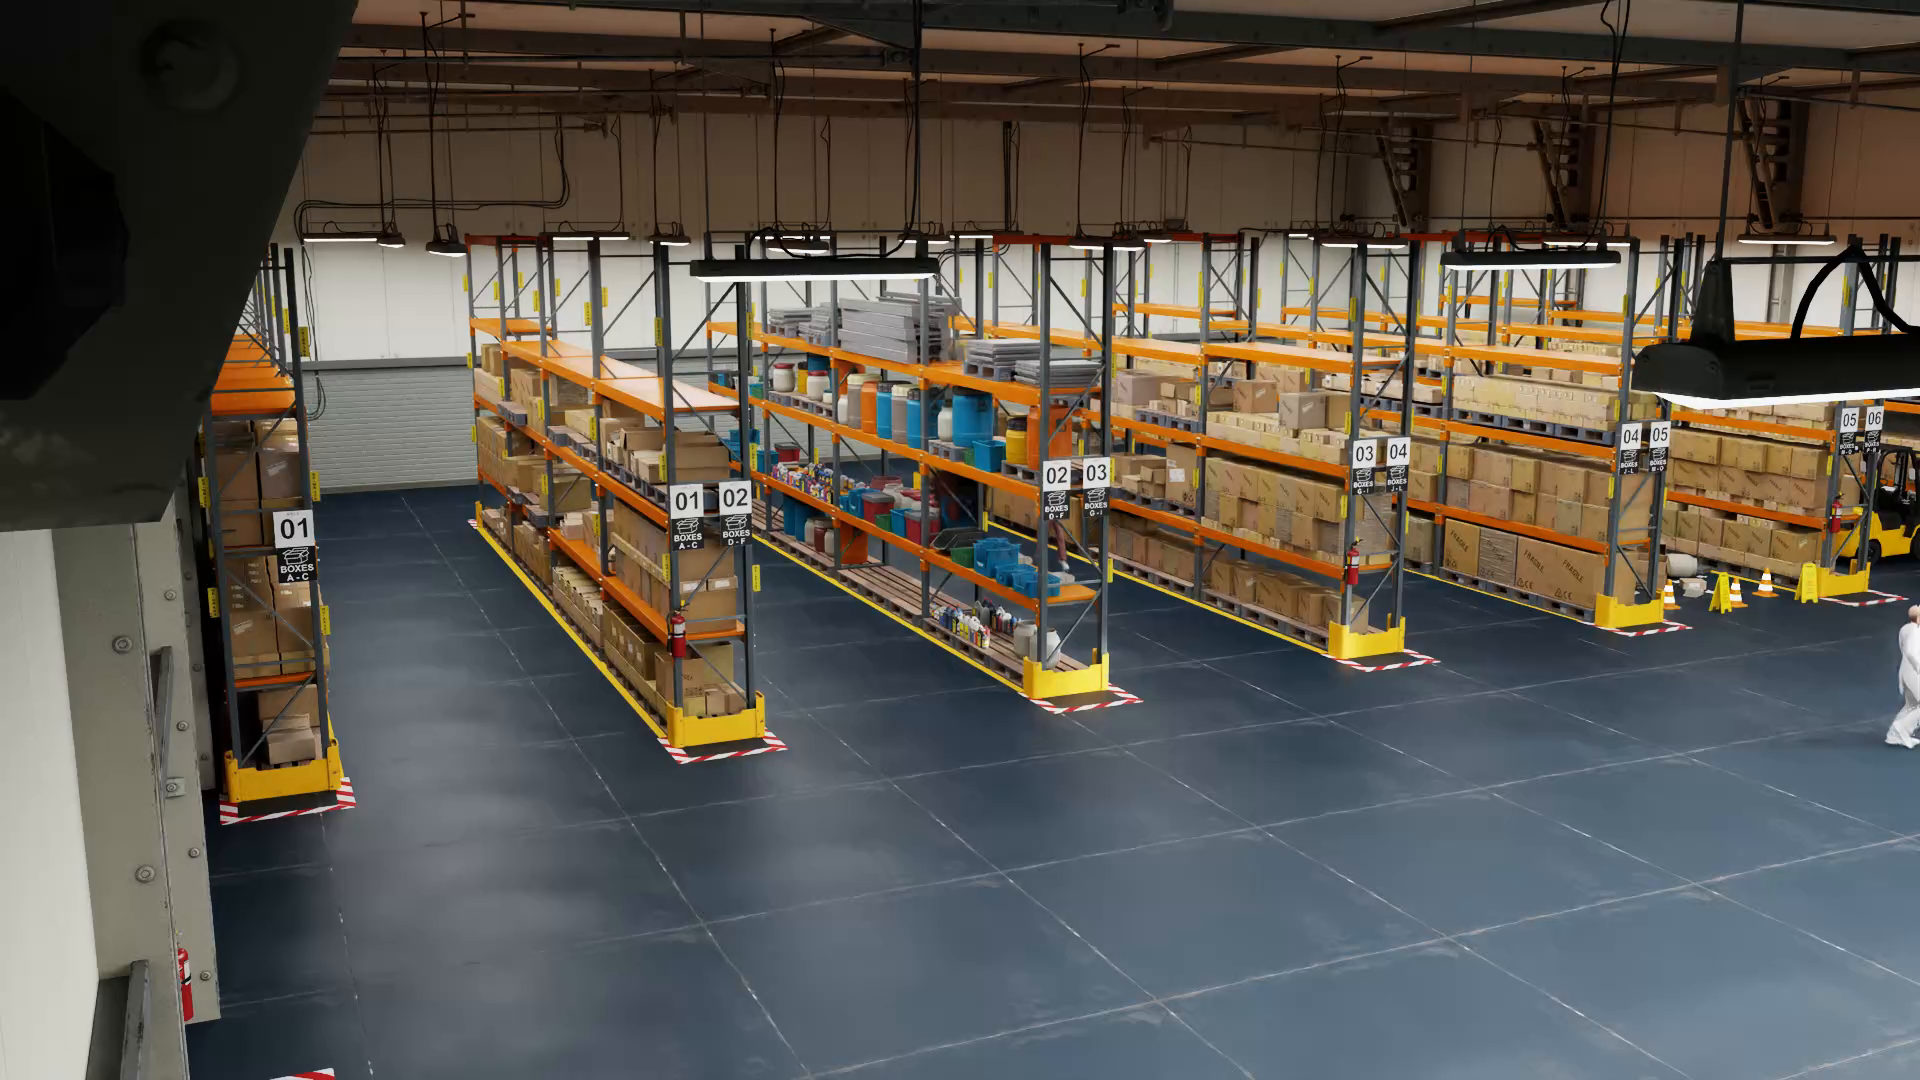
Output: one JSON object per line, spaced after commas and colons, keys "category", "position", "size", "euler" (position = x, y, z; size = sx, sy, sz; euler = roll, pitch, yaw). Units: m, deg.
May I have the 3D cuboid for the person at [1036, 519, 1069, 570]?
{"category": "person", "position": [1.623, -0.378, 29.067], "size": [0.561, 1.694, 0.847], "euler": [-6, 12, -28]}

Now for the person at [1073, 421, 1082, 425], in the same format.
{"category": "person", "position": [2.625, -2.040, 39.455], "size": [0.690, 1.605, 0.656], "euler": [-3, 12, -17]}

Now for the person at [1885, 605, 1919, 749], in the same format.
{"category": "person", "position": [11.587, 1.687, 20.040], "size": [0.642, 1.660, 0.677], "euler": [2, 11, 8]}
